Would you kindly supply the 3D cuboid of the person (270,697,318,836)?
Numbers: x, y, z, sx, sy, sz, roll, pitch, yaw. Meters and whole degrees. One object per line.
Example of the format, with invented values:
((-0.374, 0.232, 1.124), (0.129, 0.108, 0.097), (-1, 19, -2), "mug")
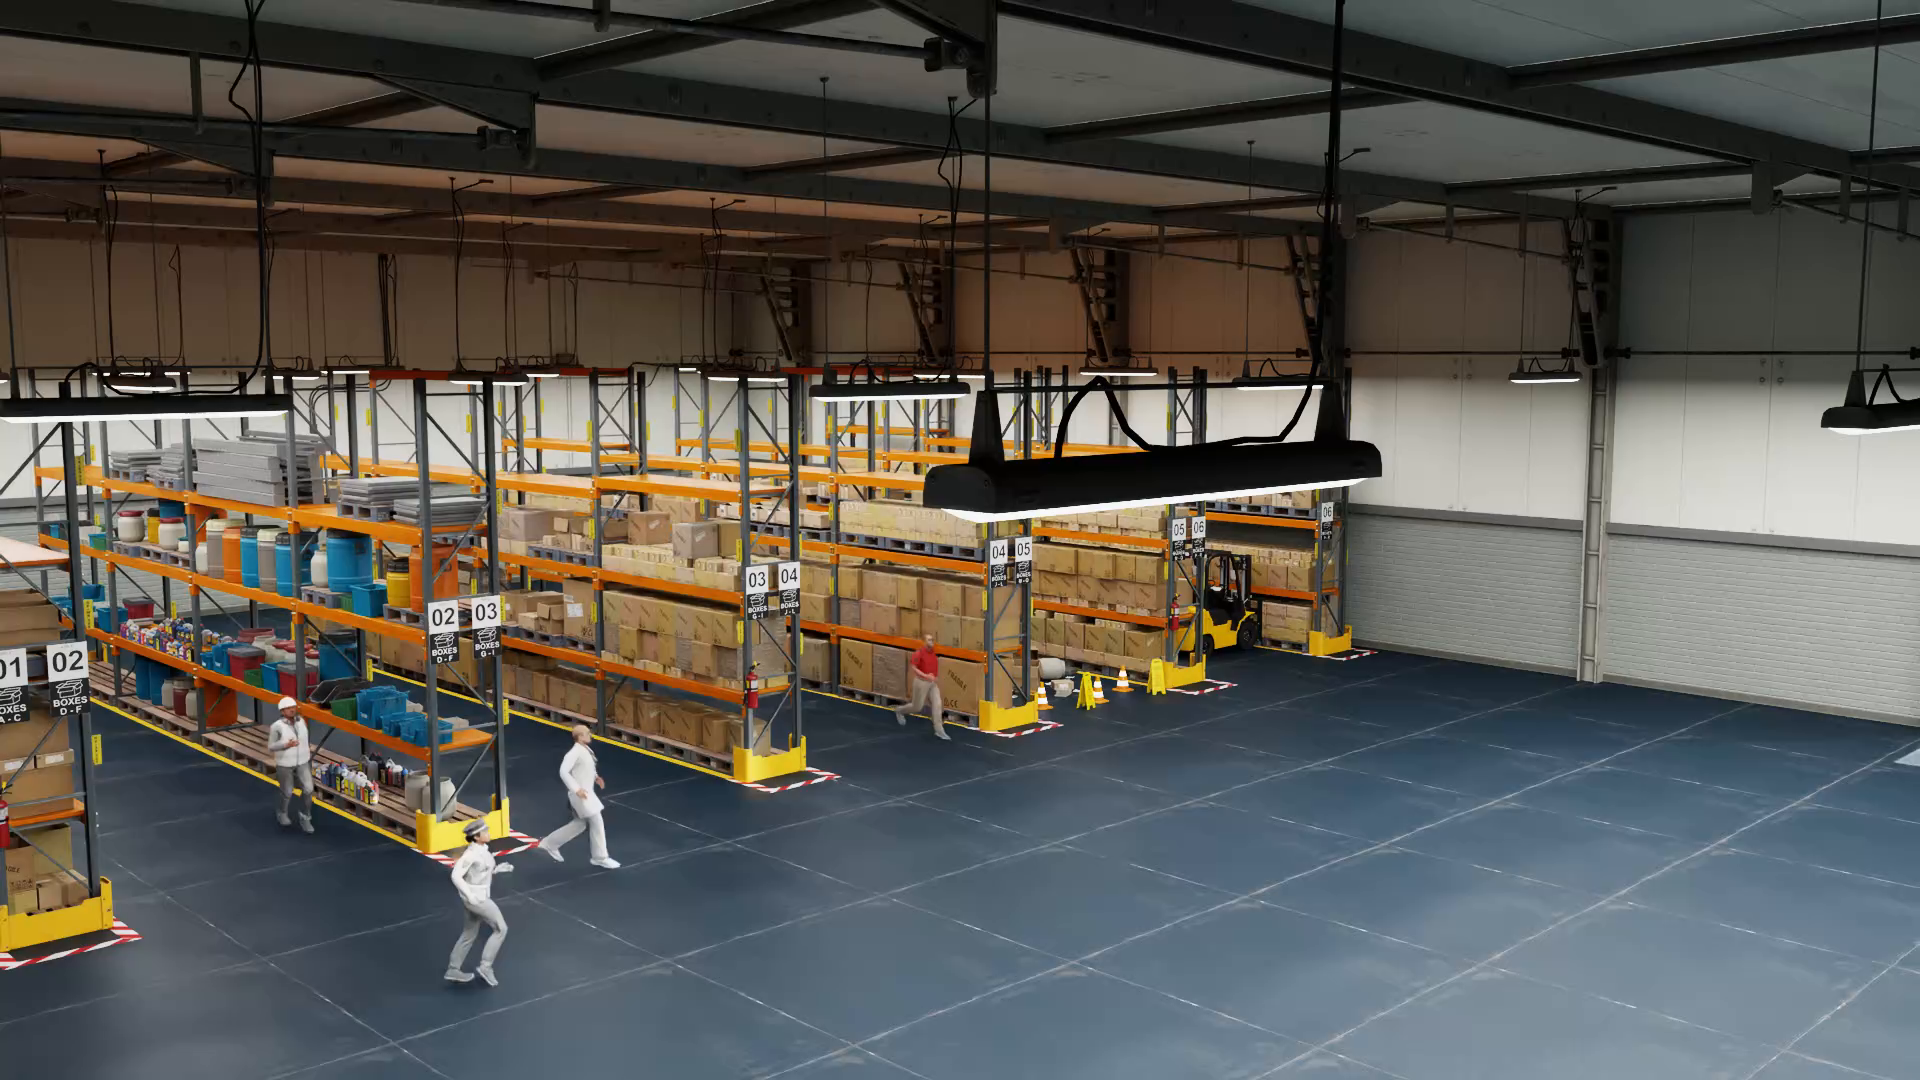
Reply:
((-8.796, 2.973, 21.946), (0.760, 1.827, 0.642), (6, 9, 44), "person")

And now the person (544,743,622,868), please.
((-4.657, 3.266, 20.473), (0.943, 1.579, 0.734), (-1, 7, -10), "person")

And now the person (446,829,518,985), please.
((-4.809, 3.650, 16.710), (0.735, 1.715, 0.579), (-2, 7, -20), "person")

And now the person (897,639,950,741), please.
((-0.546, 2.450, 27.447), (1.052, 1.664, 0.642), (5, 8, 39), "person")
